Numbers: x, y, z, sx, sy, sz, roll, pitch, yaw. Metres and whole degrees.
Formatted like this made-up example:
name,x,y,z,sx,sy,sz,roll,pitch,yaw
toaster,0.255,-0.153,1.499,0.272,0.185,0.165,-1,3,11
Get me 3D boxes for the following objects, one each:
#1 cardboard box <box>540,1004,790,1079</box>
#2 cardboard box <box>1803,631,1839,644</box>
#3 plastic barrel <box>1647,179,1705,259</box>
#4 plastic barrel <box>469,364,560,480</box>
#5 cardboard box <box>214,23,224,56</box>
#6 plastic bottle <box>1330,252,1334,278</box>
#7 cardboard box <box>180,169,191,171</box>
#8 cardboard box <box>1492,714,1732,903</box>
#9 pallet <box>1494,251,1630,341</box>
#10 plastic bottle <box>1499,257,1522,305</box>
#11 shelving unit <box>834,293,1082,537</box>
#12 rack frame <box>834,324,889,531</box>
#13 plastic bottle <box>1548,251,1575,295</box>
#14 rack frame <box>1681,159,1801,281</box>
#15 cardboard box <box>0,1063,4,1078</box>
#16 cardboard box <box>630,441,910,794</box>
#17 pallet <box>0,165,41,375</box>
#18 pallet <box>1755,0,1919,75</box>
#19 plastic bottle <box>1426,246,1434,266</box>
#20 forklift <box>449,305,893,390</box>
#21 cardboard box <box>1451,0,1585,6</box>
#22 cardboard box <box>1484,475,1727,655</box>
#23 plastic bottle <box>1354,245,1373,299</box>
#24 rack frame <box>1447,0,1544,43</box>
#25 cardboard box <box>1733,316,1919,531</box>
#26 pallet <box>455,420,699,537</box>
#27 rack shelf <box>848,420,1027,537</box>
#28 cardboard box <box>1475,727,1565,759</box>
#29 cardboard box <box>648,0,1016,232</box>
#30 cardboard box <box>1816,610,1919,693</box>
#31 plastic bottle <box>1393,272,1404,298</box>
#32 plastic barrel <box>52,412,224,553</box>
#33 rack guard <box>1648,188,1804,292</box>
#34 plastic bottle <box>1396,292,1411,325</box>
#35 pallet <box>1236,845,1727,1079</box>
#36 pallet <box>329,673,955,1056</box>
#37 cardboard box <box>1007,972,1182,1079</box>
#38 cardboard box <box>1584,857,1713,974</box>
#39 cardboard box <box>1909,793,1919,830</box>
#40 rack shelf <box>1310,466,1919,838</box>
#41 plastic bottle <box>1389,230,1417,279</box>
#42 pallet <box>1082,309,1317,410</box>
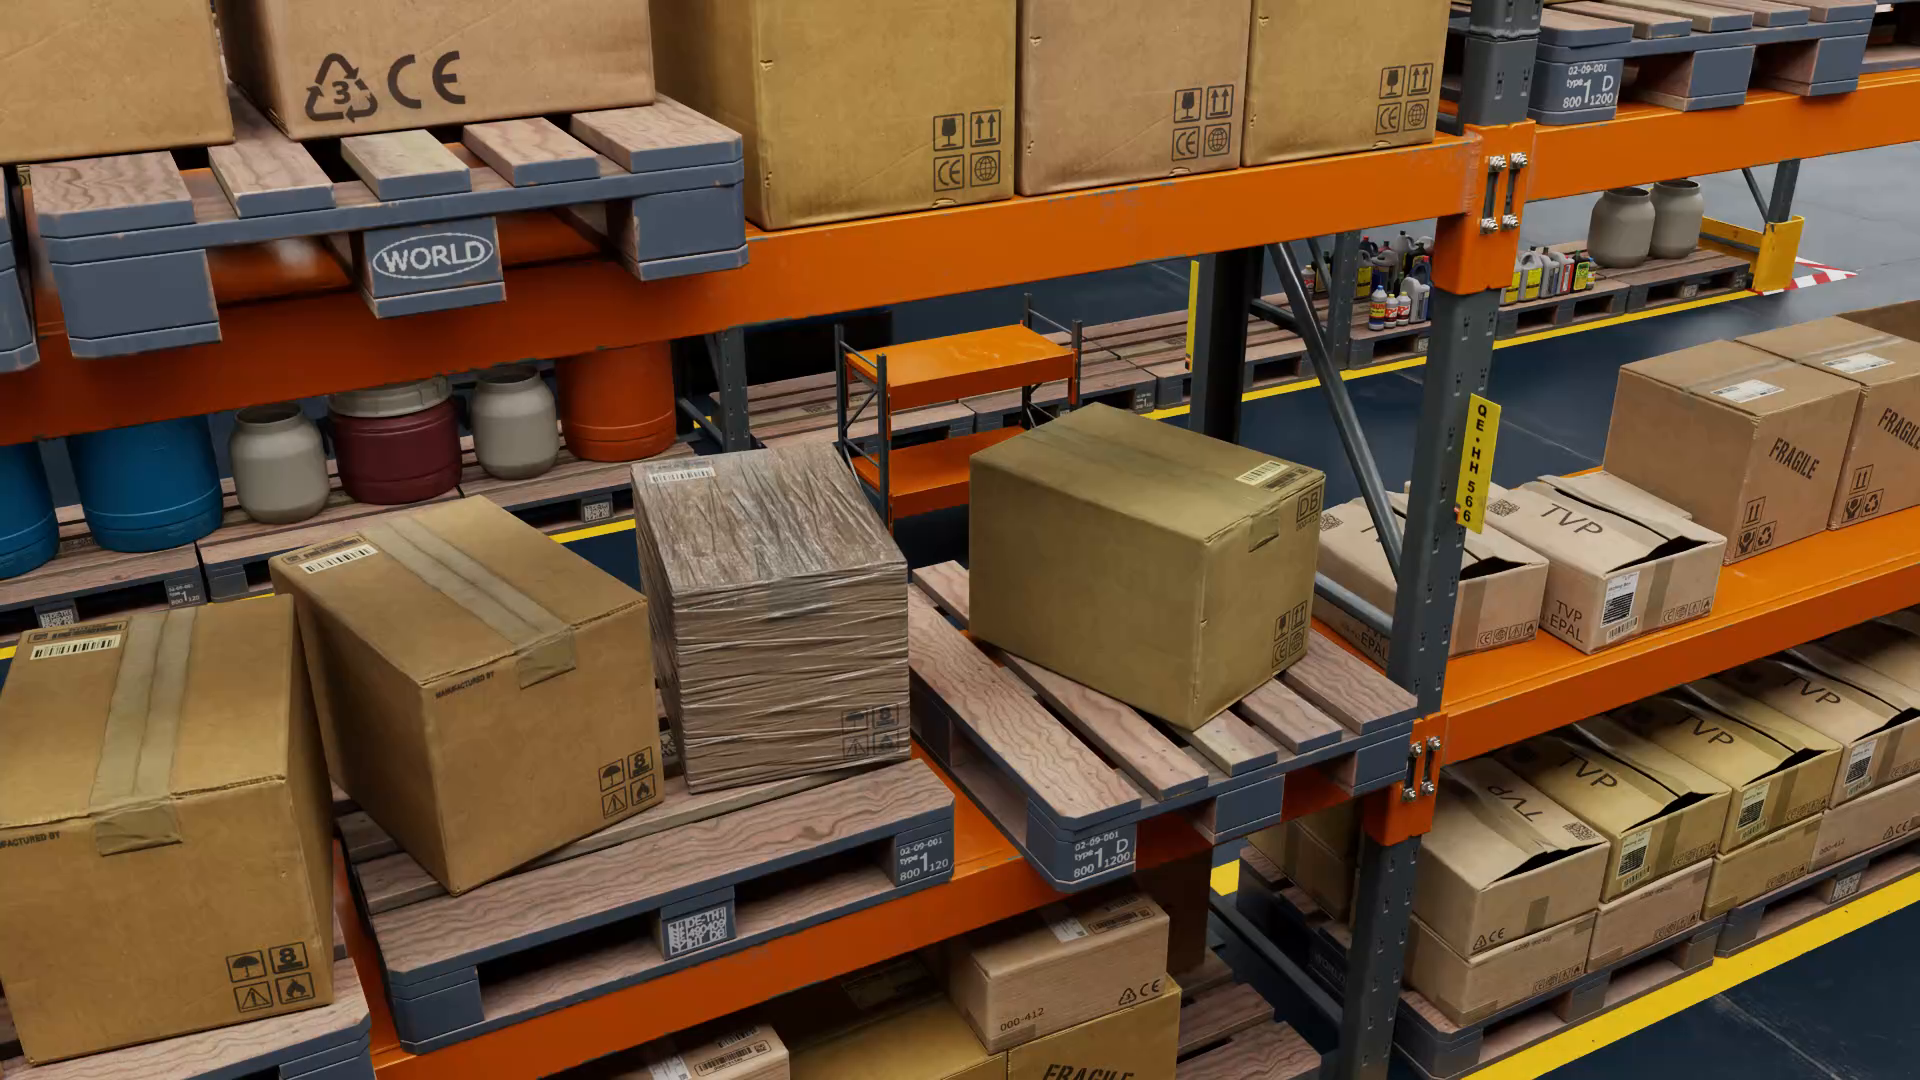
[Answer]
name,x,y,z,sx,sy,sz,roll,pitch,yaw
cardboard box,-0.716,1.197,3.805,0.500,0.250,0.500,-14,29,-26
cardboard box,3.095,0.281,6.243,0.500,0.311,0.500,-14,29,-27
plastic barrel,5.134,-2.323,12.012,0.421,0.512,0.421,0,26,0
plastic barrel,-2.260,-0.602,8.427,0.421,0.512,0.421,0,26,0
cardboard box,-4.929,-3.324,11.593,0.500,0.500,0.500,-14,29,-27
plastic bottle,2.582,-1.849,11.188,0.185,0.351,0.144,-14,29,-26
cardboard box,-5.897,-2.418,11.790,0.875,0.875,1.225,-14,29,-27
cardboard box,2.008,0.796,5.170,0.500,0.311,0.500,-14,29,-26
pallet,3.840,-1.718,11.584,1.213,0.211,1.003,-13,29,-25
plastic bottle,3.599,-1.739,10.959,0.185,0.351,0.144,-13,29,-25
shelving unit,-0.006,-0.506,8.004,1.048,1.125,0.538,-13,29,-25
rack frame,-0.455,-0.402,7.788,0.032,1.125,0.500,-13,29,-25
plastic bottle,4.030,-1.807,11.186,0.135,0.276,0.152,-13,28,-25
rack frame,5.679,-3.419,11.905,0.127,3.000,1.000,-13,29,-25
cardboard box,-2.059,0.672,2.783,0.700,0.500,0.500,22,33,37
cardboard box,-0.452,0.154,3.864,0.500,0.500,0.700,-8,27,-15
pallet,-1.973,-0.456,2.485,1.003,0.211,1.213,-13,29,-25
pallet,2.490,-1.565,4.797,1.213,0.211,1.003,-12,28,-23
plastic bottle,3.232,-1.915,11.403,0.133,0.283,0.061,-13,29,-25
forklift,-1.977,-2.398,9.859,3.031,2.935,1.130,-13,28,-25
cardboard box,1.322,-1.485,4.099,0.500,0.250,0.500,-15,30,-29
cardboard box,1.828,0.035,4.814,0.500,0.311,0.500,-13,29,-26
plastic bottle,2.650,-1.794,11.074,0.185,0.351,0.144,-13,29,-25
rack frame,0.948,-2.601,3.271,0.127,3.000,1.000,-13,29,-25
cardboard box,2.885,-0.397,5.496,0.500,0.500,0.500,-13,29,-25
pallet,-2.056,-0.356,8.747,1.213,0.211,1.003,-13,29,-25
rack shelf,-0.006,-0.285,8.109,1.000,0.278,0.538,-13,29,-25
cardboard box,1.749,0.592,5.596,0.500,0.311,0.500,-13,29,-26
cardboard box,-0.330,-0.983,3.250,0.500,0.500,0.910,-13,29,-25
cardboard box,3.357,0.487,5.814,0.500,0.311,0.500,-13,29,-25
plastic bottle,2.859,-1.592,10.730,0.133,0.283,0.061,-13,29,-25
plastic barrel,-3.796,-0.466,7.695,0.708,0.901,0.600,-13,29,-25
rack guard,5.634,-2.258,12.376,0.348,0.500,1.175,-13,29,-25
plastic bottle,2.816,-1.480,10.591,0.097,0.201,0.097,0,26,0
pallet,1.692,1.208,5.491,1.213,0.211,1.003,-13,29,-25
pallet,-0.766,0.588,3.782,1.213,0.211,1.003,-13,29,-25
cardboard box,0.233,1.312,4.432,0.500,0.500,0.500,-12,28,-23
cardboard box,1.991,1.056,5.276,0.500,0.250,0.500,-14,29,-27
cardboard box,3.349,0.741,5.933,0.500,0.250,0.500,-12,28,-24
rack shelf,2.712,0.020,5.573,4.000,0.370,1.077,-13,29,-25
plastic bottle,3.037,-1.954,11.407,0.185,0.351,0.144,-13,29,-25
pallet,1.475,-1.172,10.447,1.213,0.211,1.003,-13,29,-25
